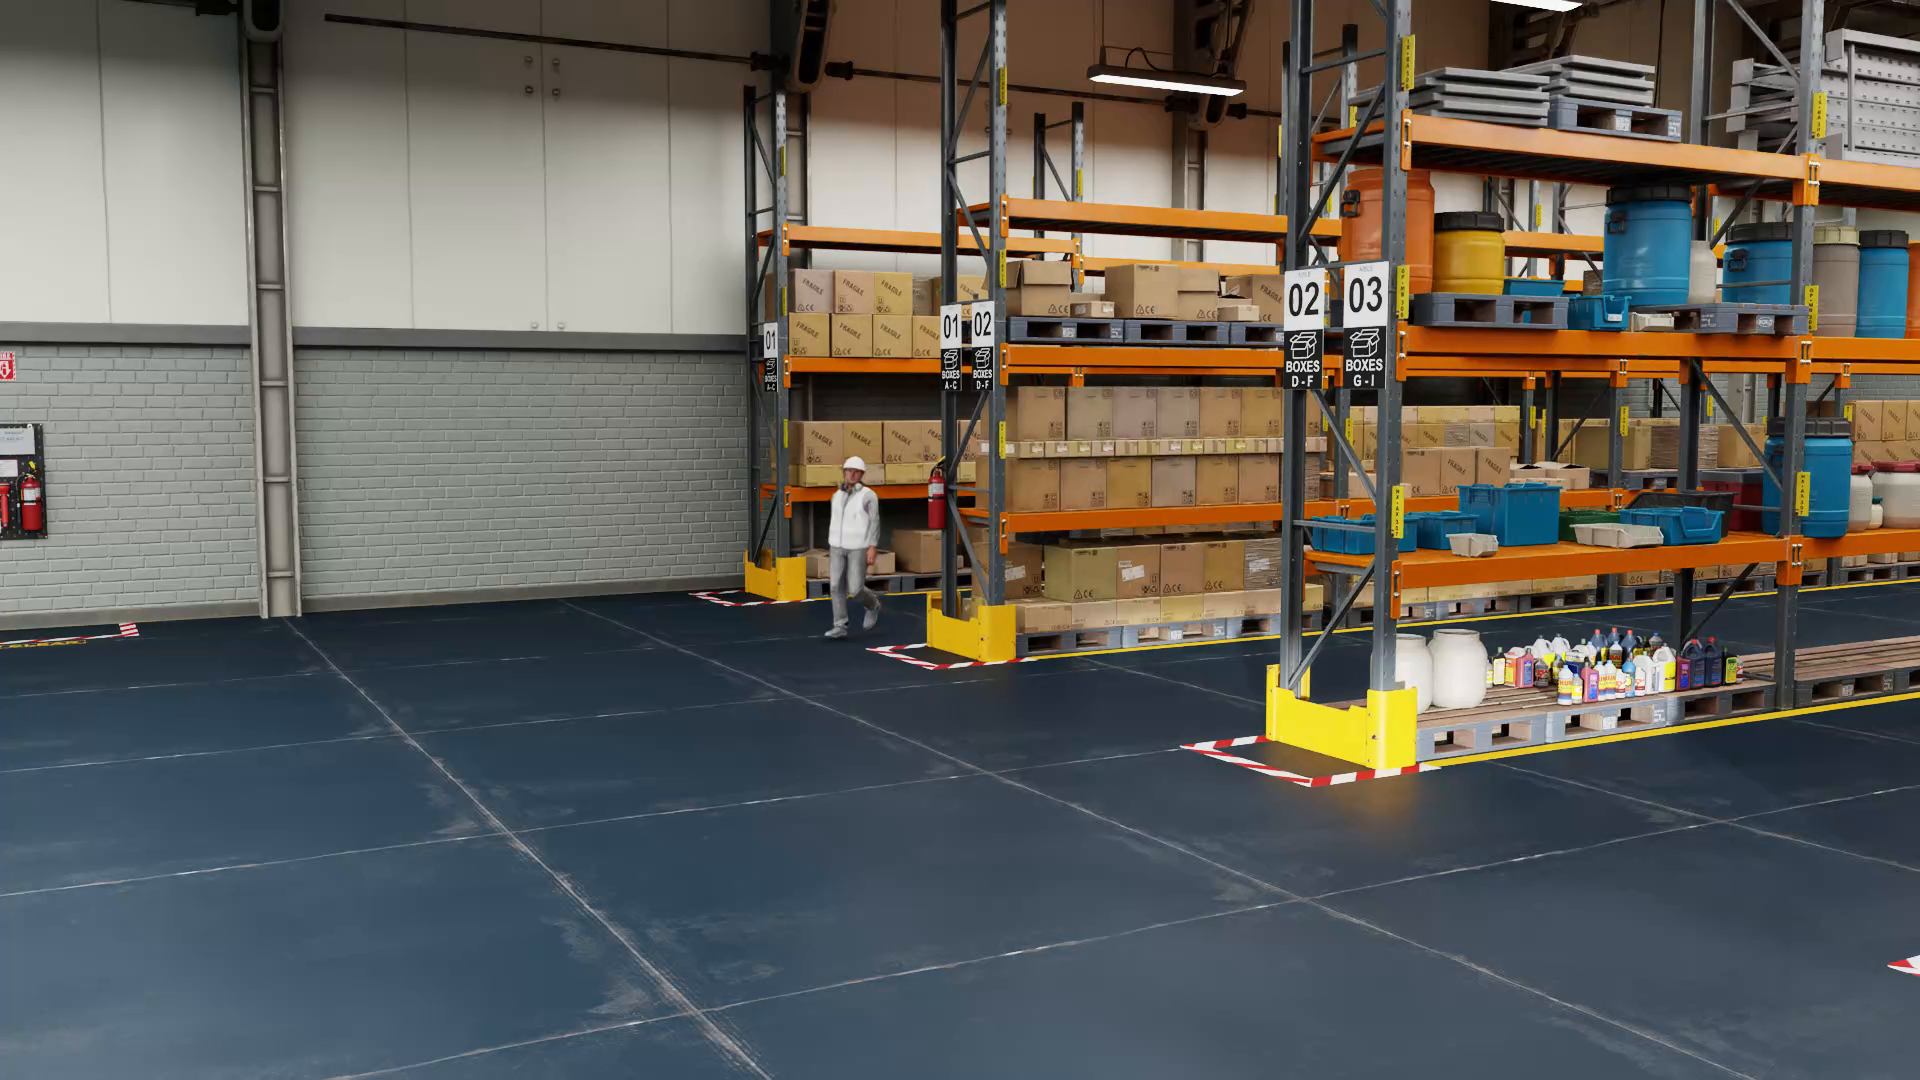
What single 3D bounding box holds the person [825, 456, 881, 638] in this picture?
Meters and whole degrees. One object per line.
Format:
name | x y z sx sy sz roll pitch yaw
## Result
person | -1.039 0.062 16.182 0.563 1.755 0.627 3 6 28
